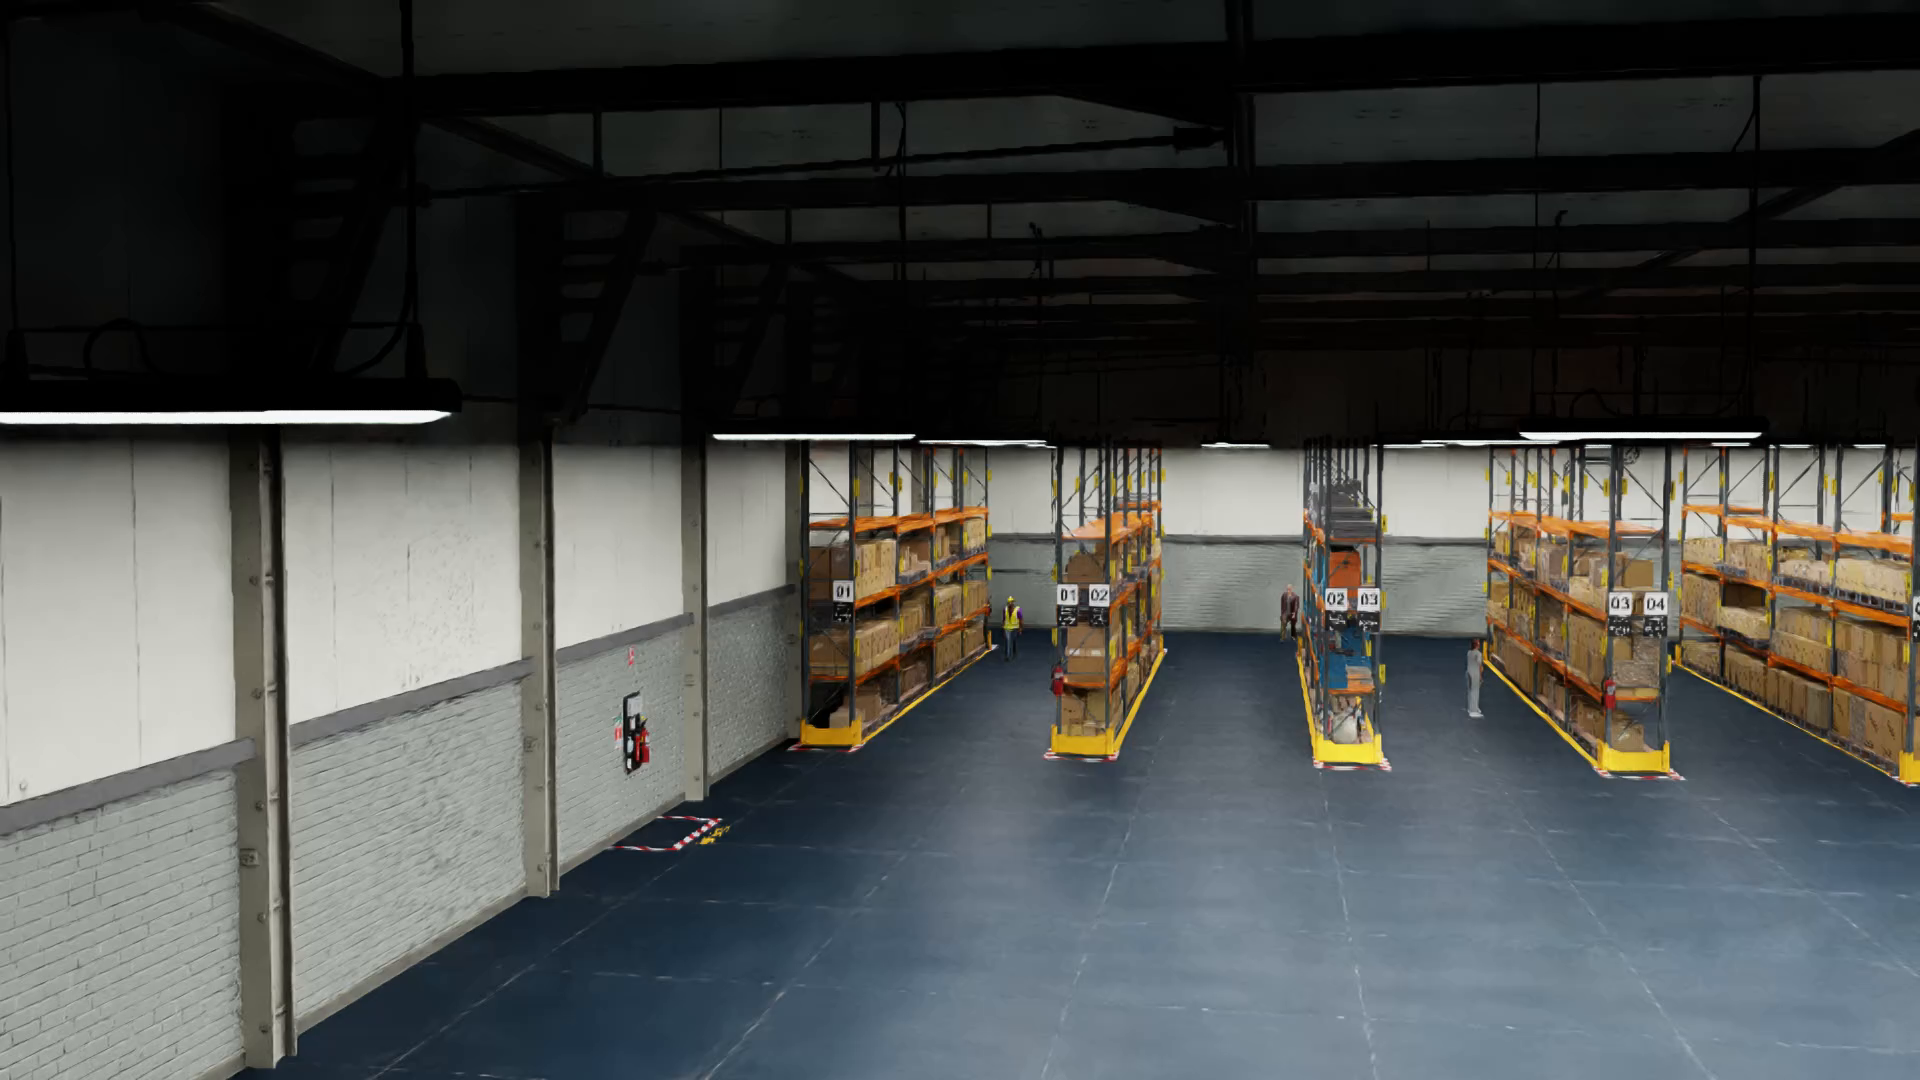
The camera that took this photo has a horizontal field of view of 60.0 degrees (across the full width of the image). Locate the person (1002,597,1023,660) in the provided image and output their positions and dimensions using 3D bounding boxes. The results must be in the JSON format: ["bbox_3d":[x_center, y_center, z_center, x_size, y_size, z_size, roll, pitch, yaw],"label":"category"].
[{"bbox_3d":[1.430,2.406,45.532,0.591,1.716,1.042,0,3,9],"label":"person"}]

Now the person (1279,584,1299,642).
[{"bbox_3d":[9.812,2.172,49.512,0.575,1.714,1.104,1,3,20],"label":"person"}]

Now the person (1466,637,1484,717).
[{"bbox_3d":[11.118,2.933,35.794,0.451,1.678,0.540,-1,3,-19],"label":"person"}]
